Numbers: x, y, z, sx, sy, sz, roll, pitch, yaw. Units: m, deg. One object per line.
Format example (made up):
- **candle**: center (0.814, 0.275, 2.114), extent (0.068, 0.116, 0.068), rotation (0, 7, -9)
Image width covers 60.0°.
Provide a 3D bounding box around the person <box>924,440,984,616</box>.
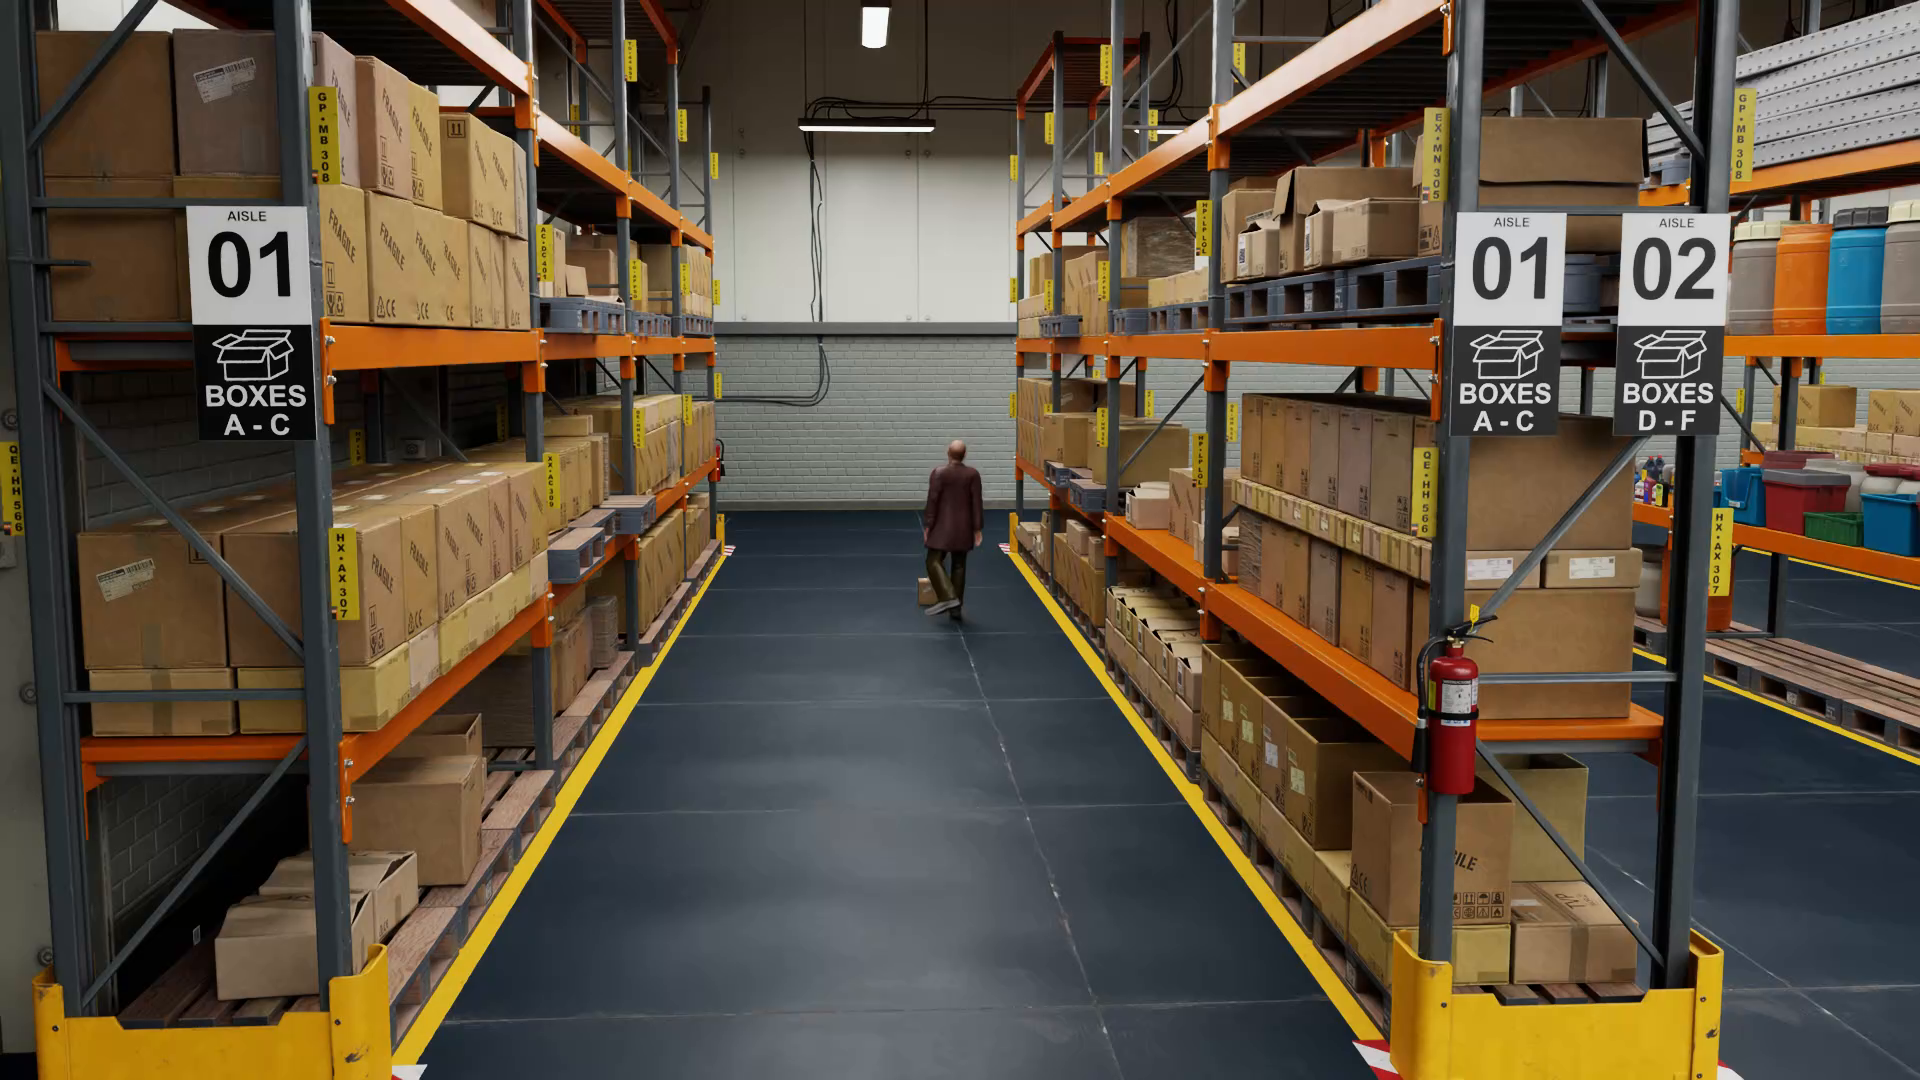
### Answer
- **person**: center (-0.076, -0.104, 16.562), extent (0.678, 1.772, 0.652), rotation (-3, 7, -21)
